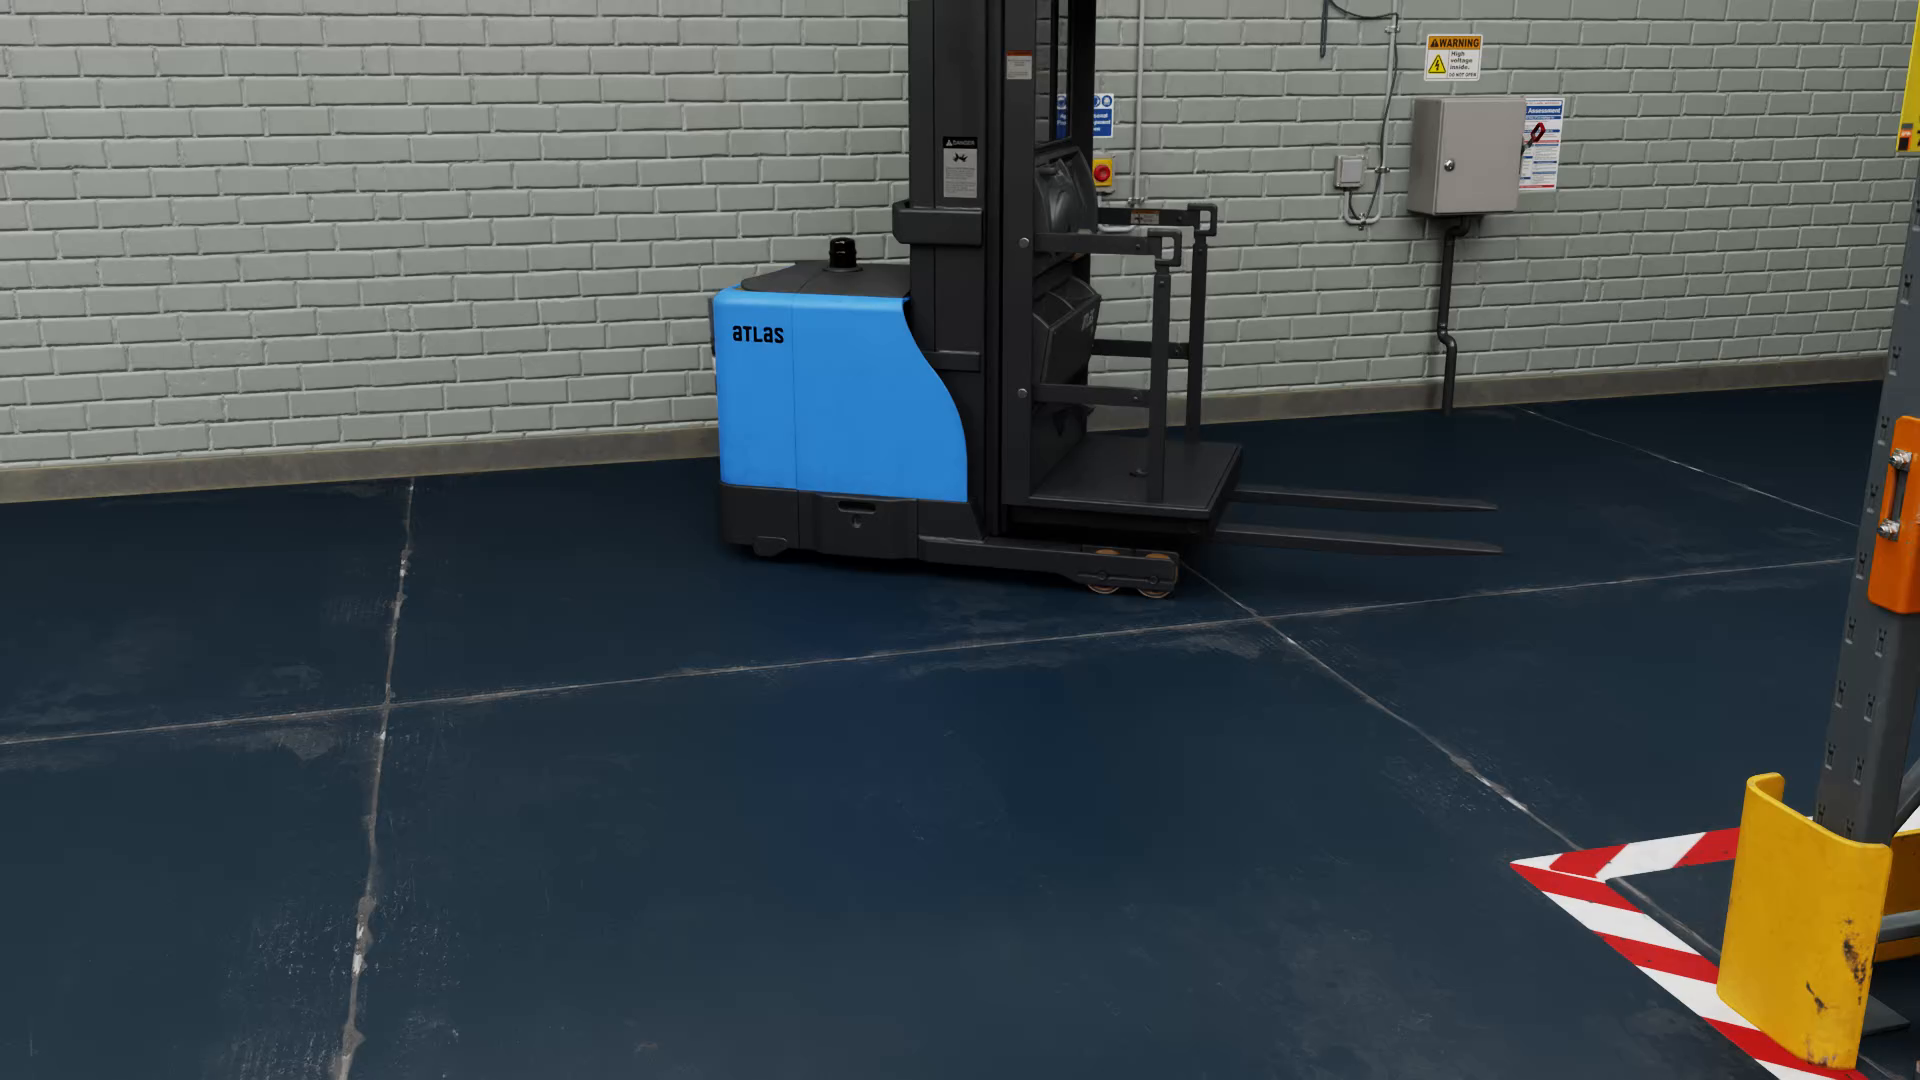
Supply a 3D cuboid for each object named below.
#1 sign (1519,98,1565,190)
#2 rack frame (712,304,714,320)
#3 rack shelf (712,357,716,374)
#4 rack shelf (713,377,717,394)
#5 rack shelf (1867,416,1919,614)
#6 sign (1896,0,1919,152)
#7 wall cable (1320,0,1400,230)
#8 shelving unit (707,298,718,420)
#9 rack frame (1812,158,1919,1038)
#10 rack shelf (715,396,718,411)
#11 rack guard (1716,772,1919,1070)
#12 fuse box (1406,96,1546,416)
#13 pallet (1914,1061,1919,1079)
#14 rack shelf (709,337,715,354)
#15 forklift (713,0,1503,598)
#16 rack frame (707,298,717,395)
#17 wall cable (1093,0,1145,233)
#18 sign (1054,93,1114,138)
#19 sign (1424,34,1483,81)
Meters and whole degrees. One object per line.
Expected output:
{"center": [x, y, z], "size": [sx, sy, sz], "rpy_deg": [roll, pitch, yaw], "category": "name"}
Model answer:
{"center": [3.163, -2.178, 9.154], "size": [0.329, 0.494, 0.001], "rpy_deg": [-5, 17, -15], "category": "sign"}
{"center": [-0.935, -0.609, 7.373], "size": [0.240, 0.900, 0.006], "rpy_deg": [-7, 16, -13], "category": "rack frame"}
{"center": [-0.969, -0.775, 7.427], "size": [0.258, 0.077, 0.200], "rpy_deg": [-7, 16, -13], "category": "rack shelf"}
{"center": [-0.964, -0.689, 7.452], "size": [0.258, 0.077, 0.200], "rpy_deg": [-7, 16, -13], "category": "rack shelf"}
{"center": [2.807, 0.454, 1.477], "size": [1.077, 0.370, 4.000], "rpy_deg": [-5, 17, -15], "category": "rack shelf"}
{"center": [1.722, -0.854, 2.938], "size": [0.100, 0.325, 0.005], "rpy_deg": [-5, 17, -15], "category": "sign"}
{"center": [2.045, -2.603, 8.639], "size": [0.588, 1.984, 0.122], "rpy_deg": [-5, 17, -15], "category": "wall cable"}
{"center": [-0.961, -0.635, 7.468], "size": [0.258, 0.900, 0.210], "rpy_deg": [-7, 16, -13], "category": "shelving unit"}
{"center": [2.257, -0.444, 3.215], "size": [1.000, 3.000, 0.127], "rpy_deg": [-5, 17, -15], "category": "rack frame"}
{"center": [-0.959, -0.603, 7.477], "size": [0.258, 0.077, 0.200], "rpy_deg": [-7, 16, -13], "category": "rack shelf"}
{"center": [2.250, 0.747, 3.597], "size": [1.175, 0.500, 0.348], "rpy_deg": [-5, 17, -15], "category": "rack guard"}
{"center": [2.745, -1.510, 9.005], "size": [0.539, 1.711, 0.414], "rpy_deg": [-5, 17, -15], "category": "fuse box"}
{"center": [2.552, 1.107, 2.900], "size": [1.003, 0.211, 1.213], "rpy_deg": [-5, 17, -15], "category": "pallet"}
{"center": [-0.974, -0.862, 7.402], "size": [0.258, 0.077, 0.200], "rpy_deg": [-7, 16, -13], "category": "rack shelf"}
{"center": [0.600, -1.355, 6.369], "size": [3.031, 2.935, 1.130], "rpy_deg": [5, 17, 15], "category": "forklift"}
{"center": [-0.986, -0.660, 7.563], "size": [0.240, 0.900, 0.006], "rpy_deg": [-7, 16, -13], "category": "rack frame"}
{"center": [0.685, -2.503, 8.251], "size": [0.585, 1.953, 0.123], "rpy_deg": [-5, 17, -15], "category": "wall cable"}
{"center": [0.622, -2.144, 8.406], "size": [0.327, 0.218, 0.001], "rpy_deg": [-5, 17, -15], "category": "sign"}
{"center": [2.635, -2.576, 8.877], "size": [0.339, 0.242, 0.001], "rpy_deg": [-5, 17, -15], "category": "sign"}
